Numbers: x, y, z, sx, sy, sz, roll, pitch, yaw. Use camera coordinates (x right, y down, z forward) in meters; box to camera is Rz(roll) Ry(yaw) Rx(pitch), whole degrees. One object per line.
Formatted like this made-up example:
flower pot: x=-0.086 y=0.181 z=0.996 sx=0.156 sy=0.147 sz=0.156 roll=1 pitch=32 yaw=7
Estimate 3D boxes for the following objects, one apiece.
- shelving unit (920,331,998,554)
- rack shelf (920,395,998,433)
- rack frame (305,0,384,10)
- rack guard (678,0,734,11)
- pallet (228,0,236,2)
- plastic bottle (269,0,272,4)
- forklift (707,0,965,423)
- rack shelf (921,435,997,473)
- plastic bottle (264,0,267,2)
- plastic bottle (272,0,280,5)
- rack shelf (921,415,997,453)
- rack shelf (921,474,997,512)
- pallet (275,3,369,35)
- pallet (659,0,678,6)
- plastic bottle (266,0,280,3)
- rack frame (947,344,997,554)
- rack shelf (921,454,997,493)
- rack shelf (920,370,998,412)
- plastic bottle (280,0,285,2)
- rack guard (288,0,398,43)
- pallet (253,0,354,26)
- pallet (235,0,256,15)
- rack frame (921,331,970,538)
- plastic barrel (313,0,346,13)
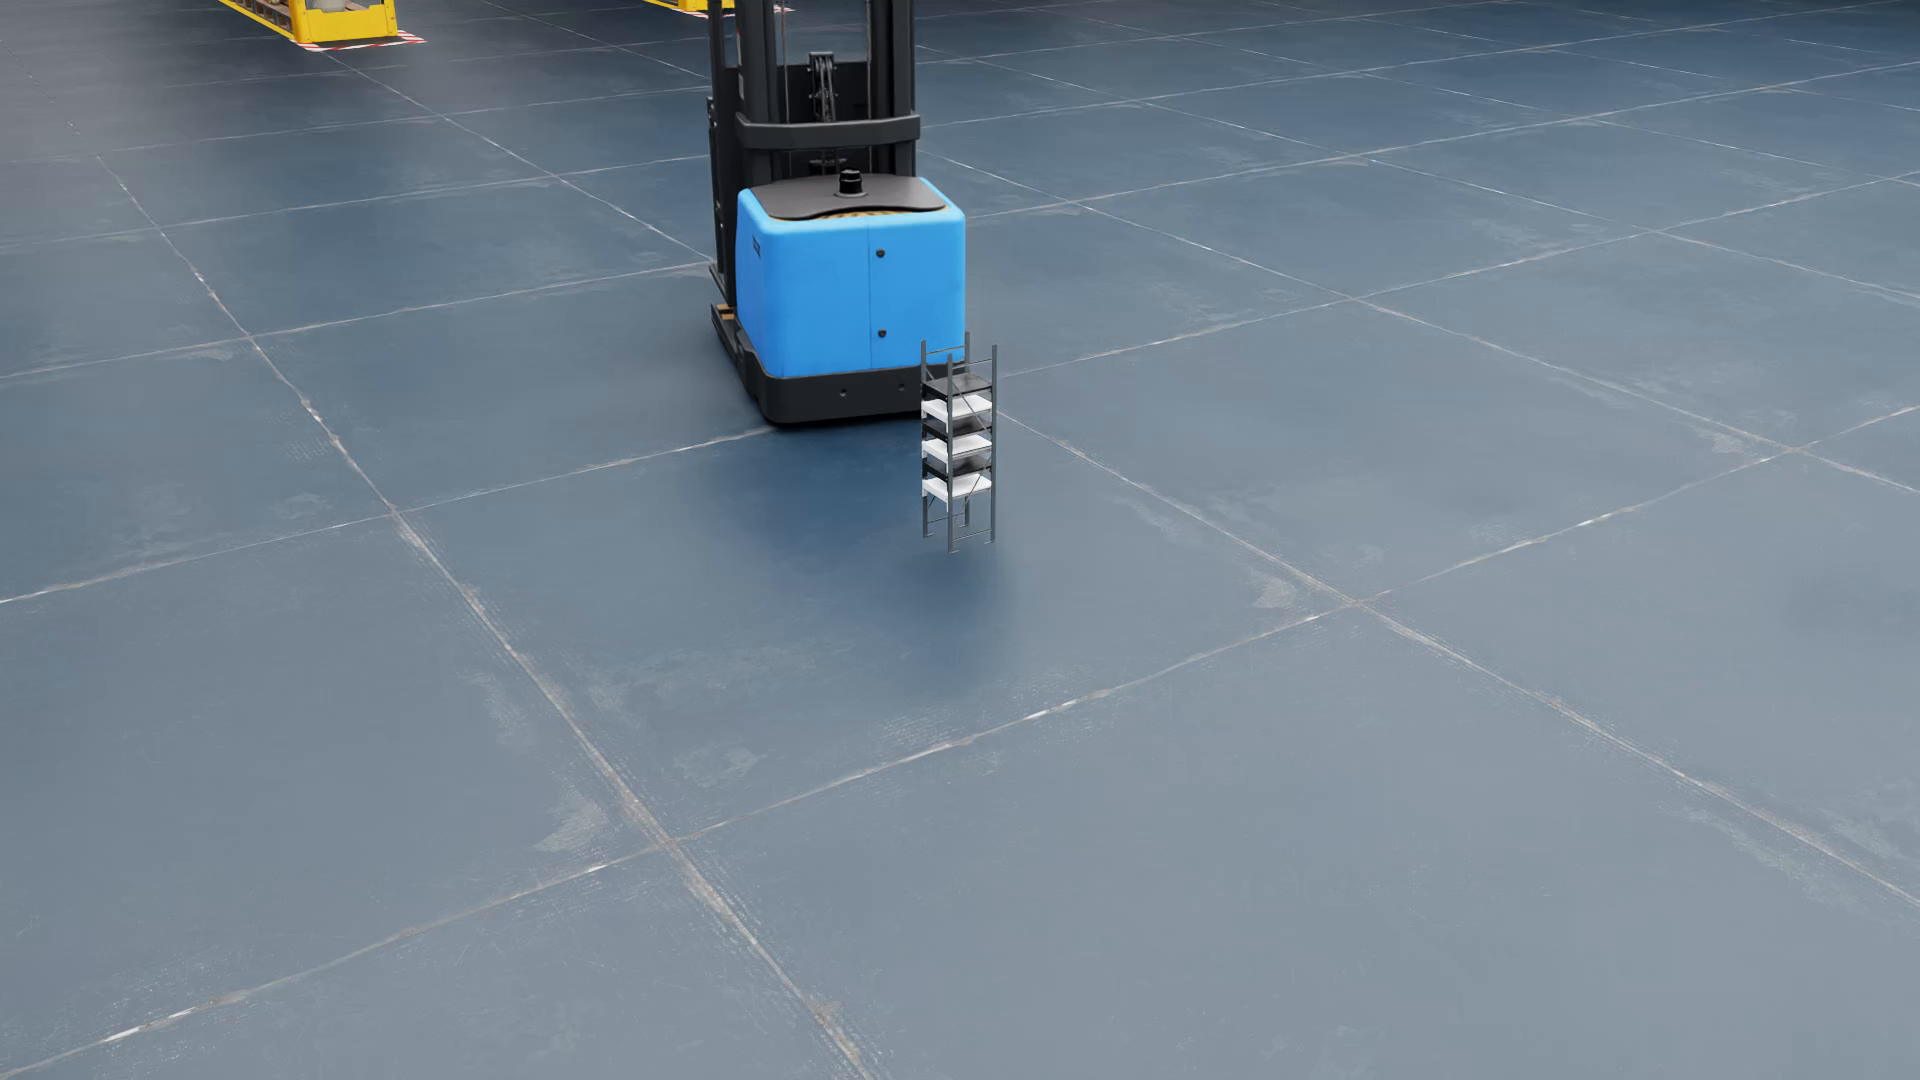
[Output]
shelving unit: x=-0.004 y=-0.410 z=7.064 sx=0.258 sy=0.900 sz=0.210 roll=-16 pitch=29 yaw=-30
rack shelf: x=-0.004 y=-0.542 z=7.001 sx=0.258 sy=0.077 sz=0.200 roll=-16 pitch=29 yaw=-30
rack frame: x=-7.348 y=-7.429 z=19.473 sx=1.000 sy=3.000 sz=0.127 roll=-16 pitch=29 yaw=-30
rack guard: x=-3.239 y=-7.480 z=22.509 sx=1.175 sy=0.500 sz=0.348 roll=-16 pitch=29 yaw=-30
pallet: x=-9.993 y=-7.871 z=23.675 sx=1.003 sy=0.211 sz=1.213 roll=-16 pitch=29 yaw=-30
plastic bottle: x=-8.797 y=-6.992 z=21.214 sx=0.061 sy=0.283 sz=0.133 roll=-15 pitch=29 yaw=-28
forklift: x=-0.847 y=-2.516 z=9.145 sx=1.130 sy=2.935 sz=3.031 roll=-7 pitch=26 yaw=-14
rack shelf: x=-0.004 y=-0.380 z=7.078 sx=0.258 sy=0.077 sz=0.200 roll=-16 pitch=29 yaw=-30
plastic bottle: x=-8.908 y=-7.097 z=21.445 sx=0.152 sy=0.276 sz=0.135 roll=-16 pitch=30 yaw=-31
plastic bottle: x=-8.718 y=-6.917 z=21.152 sx=0.097 sy=0.201 sz=0.097 roll=0 pitch=25 yaw=0
rack shelf: x=-0.004 y=-0.461 z=7.040 sx=0.258 sy=0.077 sz=0.200 roll=-16 pitch=29 yaw=-30
rack shelf: x=-0.004 y=-0.217 z=7.155 sx=0.258 sy=0.077 sz=0.200 roll=-16 pitch=29 yaw=-30
pallet: x=-7.868 y=-6.476 z=20.721 sx=1.003 sy=0.211 sz=1.213 roll=-16 pitch=29 yaw=-30
pallet: x=-3.653 y=-7.648 z=23.204 sx=1.003 sy=0.211 sz=1.213 roll=-16 pitch=29 yaw=-30
plastic bottle: x=-8.832 y=-7.048 z=21.340 sx=0.152 sy=0.276 sz=0.135 roll=-15 pitch=29 yaw=-29
rack frame: x=0.051 y=-0.373 z=6.987 sx=0.240 sy=0.900 sz=0.006 roll=-16 pitch=29 yaw=-30
rack shelf: x=-0.004 y=-0.298 z=7.117 sx=0.258 sy=0.077 sz=0.200 roll=-16 pitch=29 yaw=-30
rack shelf: x=-0.004 y=-0.624 z=6.963 sx=0.258 sy=0.077 sz=0.200 roll=-16 pitch=29 yaw=-30
plastic bottle: x=-8.743 y=-7.076 z=21.392 sx=0.061 sy=0.283 sz=0.133 roll=-16 pitch=29 yaw=-30
rack guard: x=-7.429 y=-6.315 z=20.041 sx=1.175 sy=0.500 sz=0.348 roll=-16 pitch=29 yaw=-30
pallet: x=-8.530 y=-6.912 z=21.644 sx=1.003 sy=0.211 sz=1.213 roll=-16 pitch=29 yaw=-30
pallet: x=-9.200 y=-7.349 z=22.570 sx=1.003 sy=0.211 sz=1.213 roll=-16 pitch=29 yaw=-30
rack frame: x=-0.060 y=-0.446 z=7.141 sx=0.240 sy=0.900 sz=0.006 roll=-16 pitch=29 yaw=-30
plastic barrel: x=-7.771 y=-6.711 z=20.376 sx=0.421 sy=0.512 sz=0.421 roll=0 pitch=25 yaw=0
